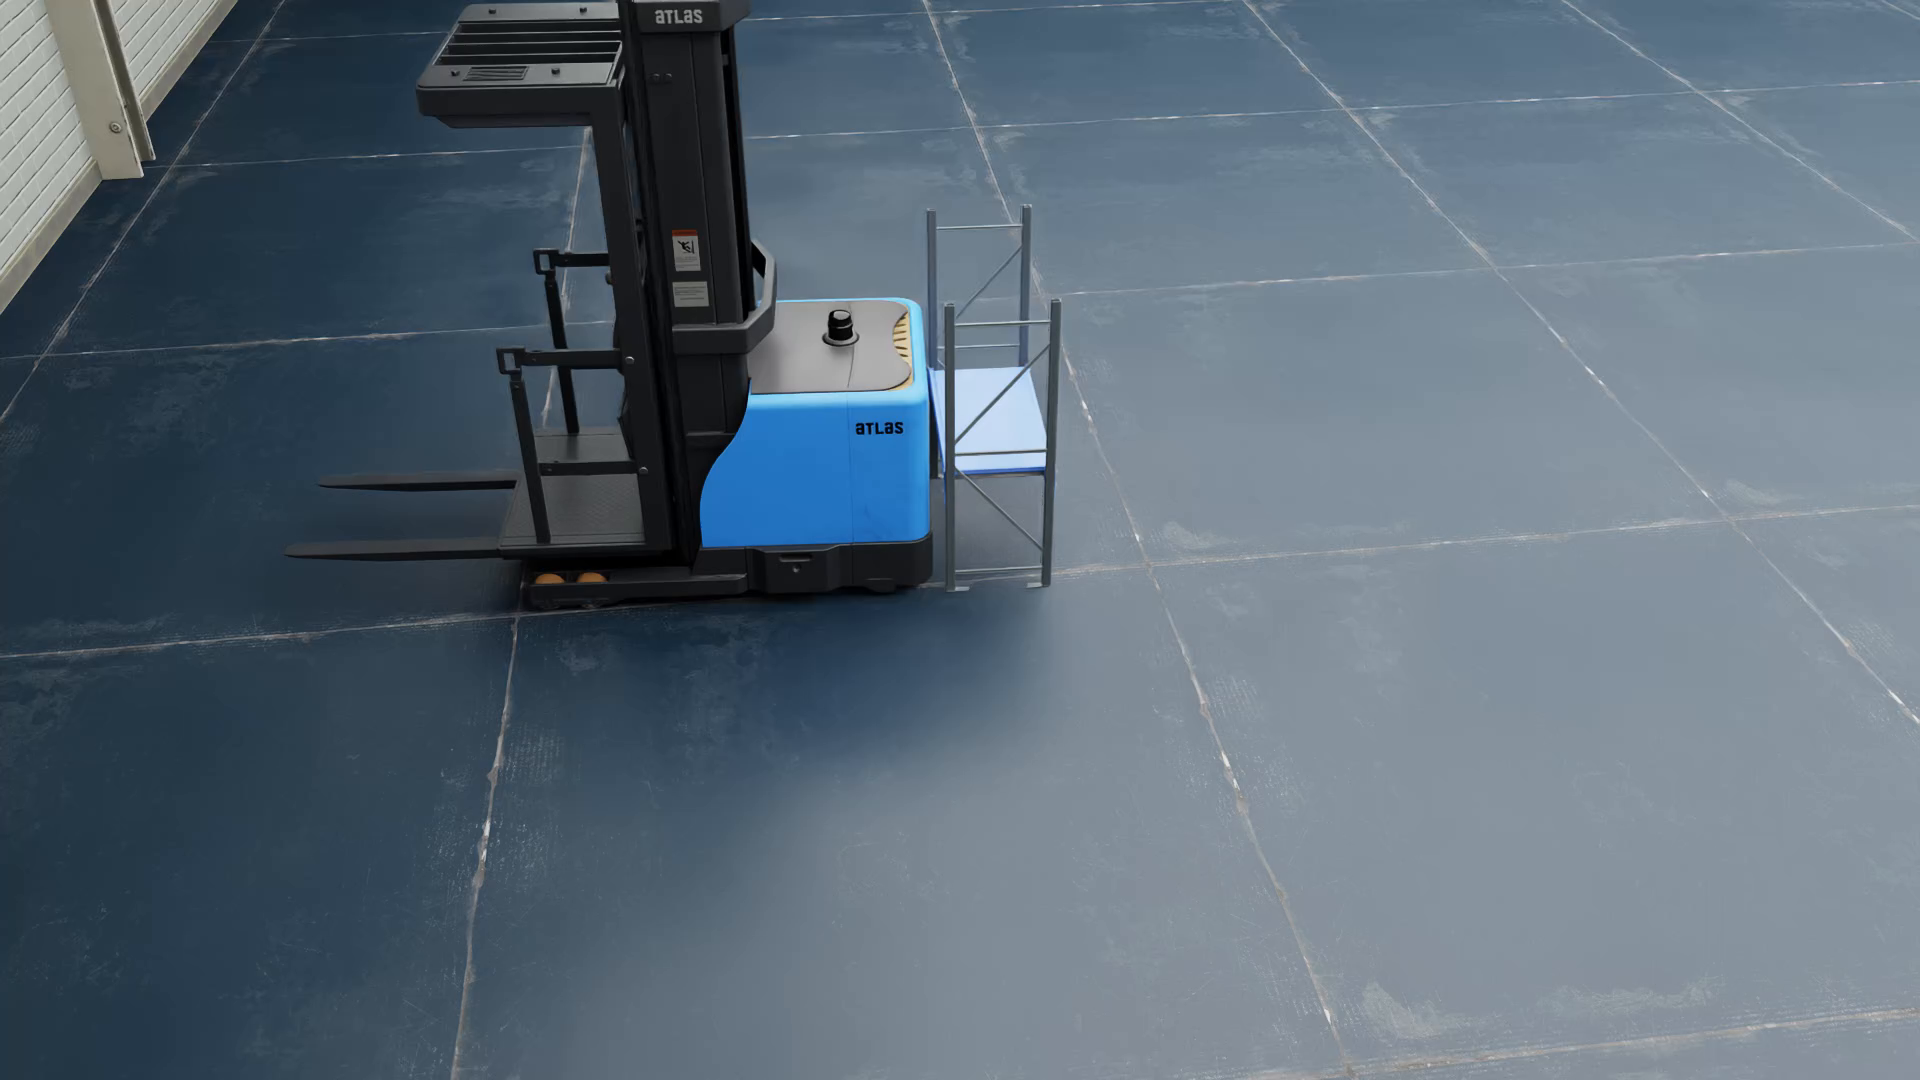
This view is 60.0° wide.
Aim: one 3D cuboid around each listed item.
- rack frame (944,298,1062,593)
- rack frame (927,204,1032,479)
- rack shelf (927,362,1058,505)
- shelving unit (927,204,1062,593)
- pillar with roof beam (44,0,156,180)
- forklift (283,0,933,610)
[{"bbox_3d":[0.183,-0.391,7.492,0.500,1.500,0.032,-3,34,-4],"label":"rack frame"},{"bbox_3d":[0.092,-0.962,8.329,0.500,1.500,0.032,-3,34,-4],"label":"rack frame"},{"bbox_3d":[0.137,-0.528,8.012,0.538,0.185,1.000,-3,34,-4],"label":"rack shelf"},{"bbox_3d":[0.137,-0.676,7.911,0.538,1.500,1.048,-3,34,-4],"label":"shelving unit"},{"bbox_3d":[-1.882,-6.788,10.219,9.100,9.000,0.400,-4,35,-6],"label":"pillar with roof beam"},{"bbox_3d":[-1.664,-1.194,7.399,3.031,2.935,1.130,-2,34,-3],"label":"forklift"}]
